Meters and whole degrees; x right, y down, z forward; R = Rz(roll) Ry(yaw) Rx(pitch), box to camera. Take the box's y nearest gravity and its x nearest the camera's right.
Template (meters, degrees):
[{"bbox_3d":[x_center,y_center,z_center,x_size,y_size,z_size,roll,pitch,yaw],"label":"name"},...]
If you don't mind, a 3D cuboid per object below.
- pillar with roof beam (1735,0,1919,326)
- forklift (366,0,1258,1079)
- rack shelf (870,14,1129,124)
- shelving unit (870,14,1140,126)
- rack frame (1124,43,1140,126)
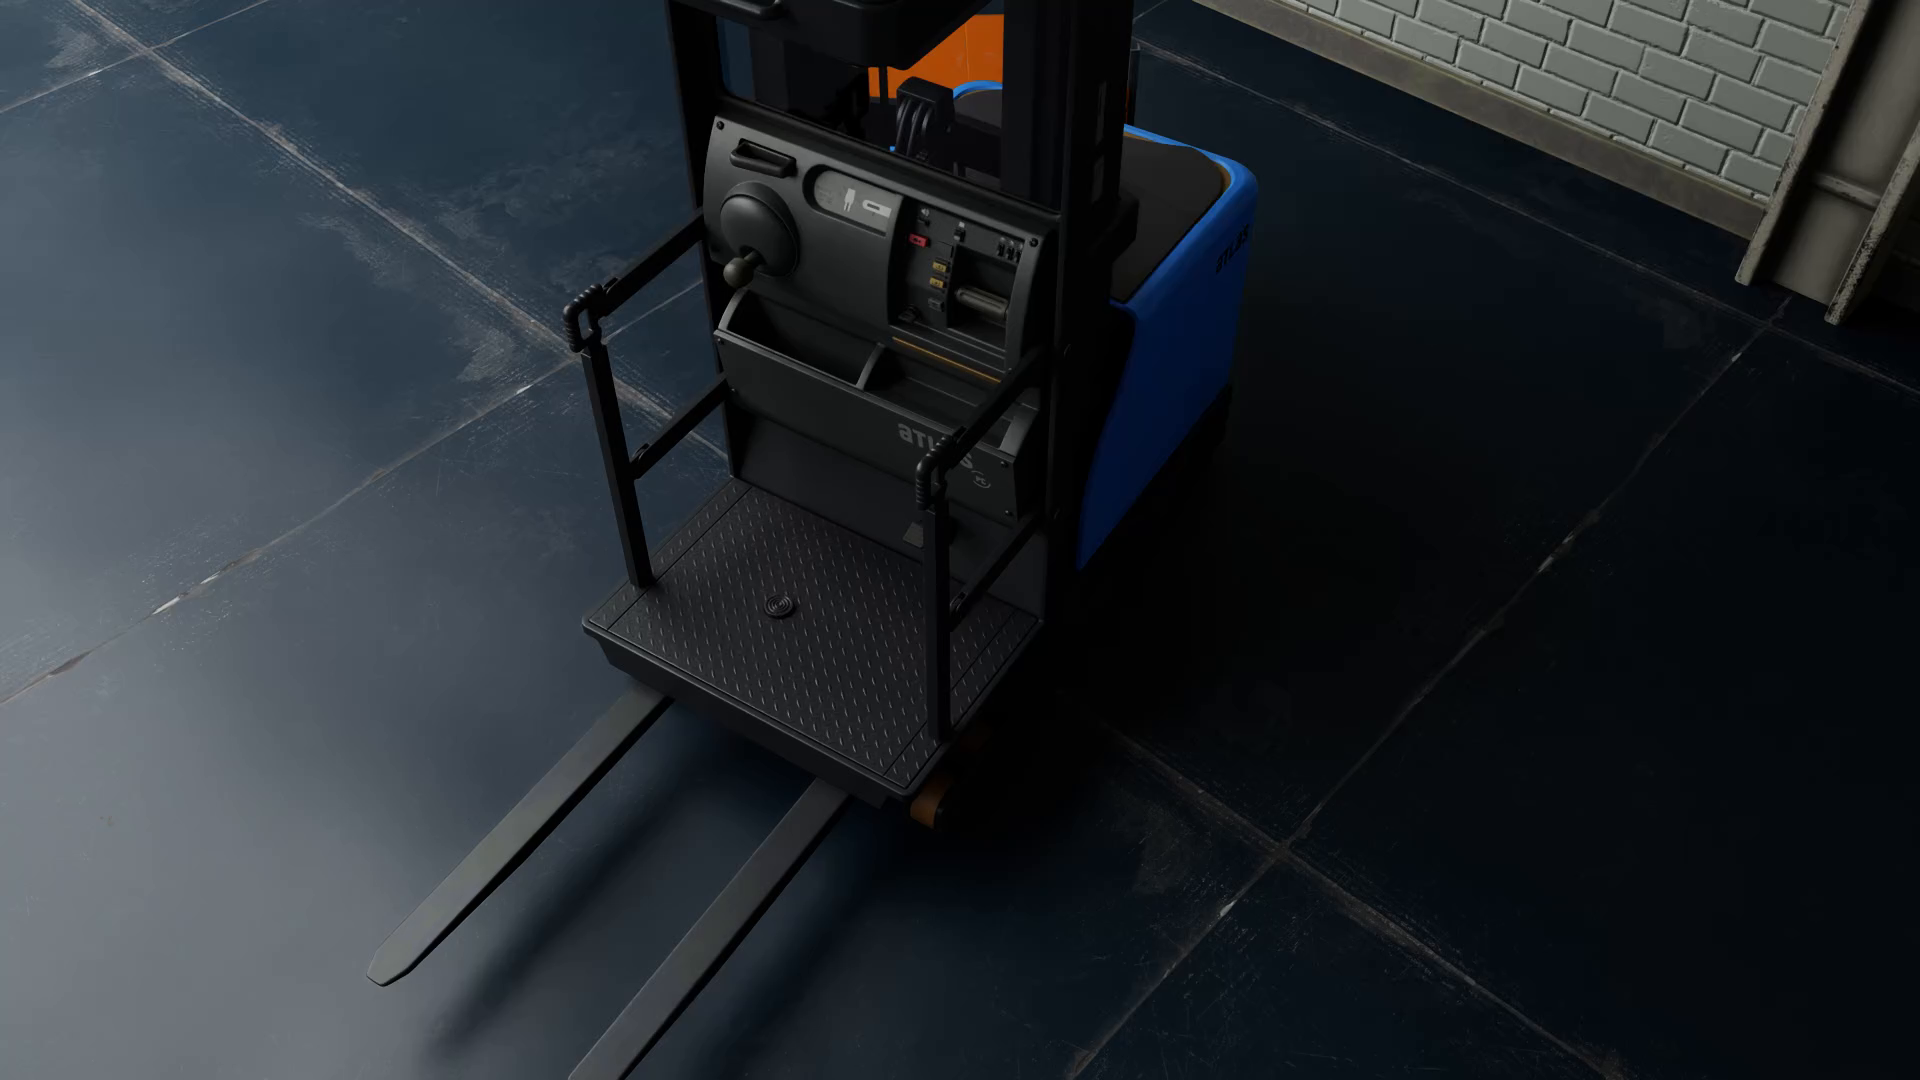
[{"bbox_3d":[0.195,-1.721,0.693,0.400,9.000,9.100,34,55,28],"label":"pillar with roof beam"},{"bbox_3d":[-0.333,-0.617,3.819,1.130,2.935,3.031,25,52,21],"label":"forklift"},{"bbox_3d":[0.025,-1.496,5.482,1.000,0.278,0.538,-1,47,-1],"label":"rack shelf"},{"bbox_3d":[0.025,-1.296,5.695,1.048,1.125,0.538,-1,47,-1],"label":"shelving unit"},{"bbox_3d":[0.533,-1.306,5.704,0.032,1.125,0.500,-1,47,-1],"label":"rack frame"}]
